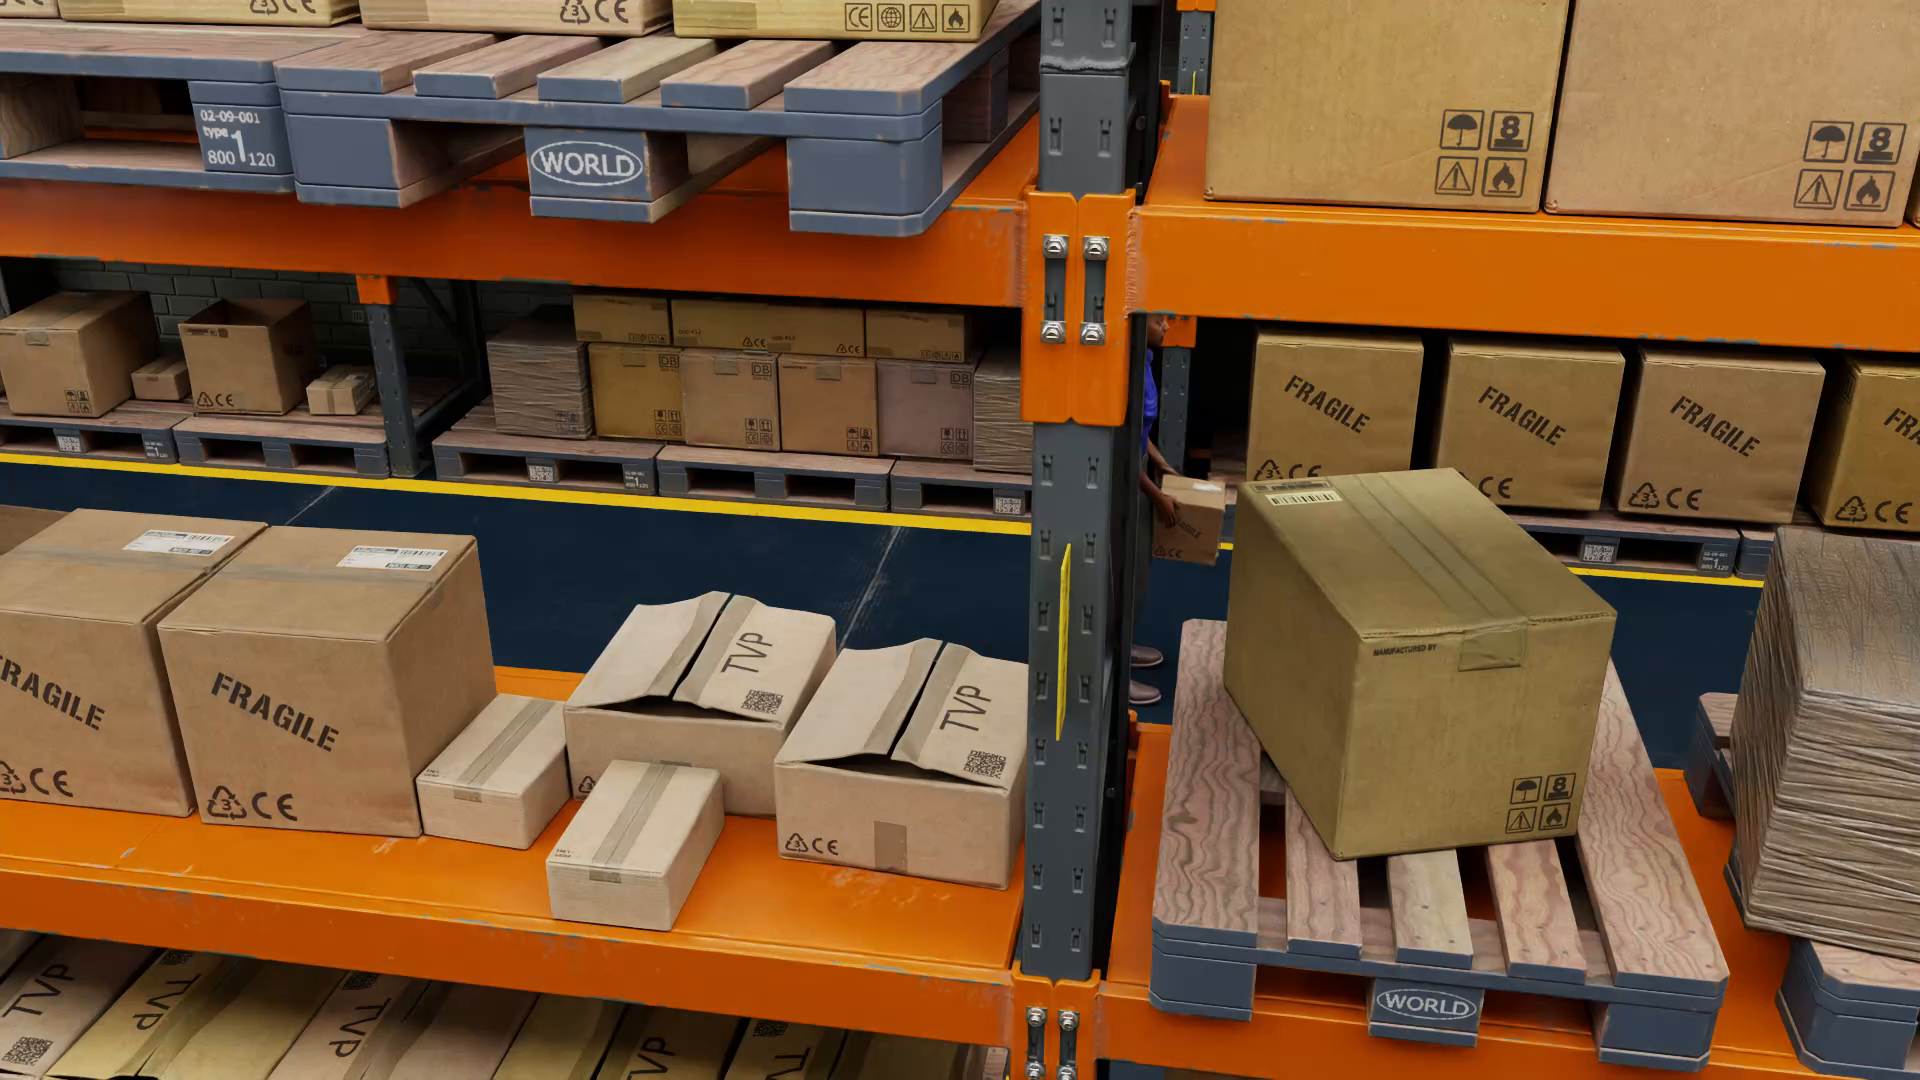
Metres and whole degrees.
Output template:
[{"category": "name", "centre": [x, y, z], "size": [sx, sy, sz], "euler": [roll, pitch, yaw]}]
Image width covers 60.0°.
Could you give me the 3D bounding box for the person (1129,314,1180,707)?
[{"category": "person", "centre": [0.678, -0.189, 6.509], "size": [0.378, 1.662, 0.484], "euler": [4, 25, 8]}]
